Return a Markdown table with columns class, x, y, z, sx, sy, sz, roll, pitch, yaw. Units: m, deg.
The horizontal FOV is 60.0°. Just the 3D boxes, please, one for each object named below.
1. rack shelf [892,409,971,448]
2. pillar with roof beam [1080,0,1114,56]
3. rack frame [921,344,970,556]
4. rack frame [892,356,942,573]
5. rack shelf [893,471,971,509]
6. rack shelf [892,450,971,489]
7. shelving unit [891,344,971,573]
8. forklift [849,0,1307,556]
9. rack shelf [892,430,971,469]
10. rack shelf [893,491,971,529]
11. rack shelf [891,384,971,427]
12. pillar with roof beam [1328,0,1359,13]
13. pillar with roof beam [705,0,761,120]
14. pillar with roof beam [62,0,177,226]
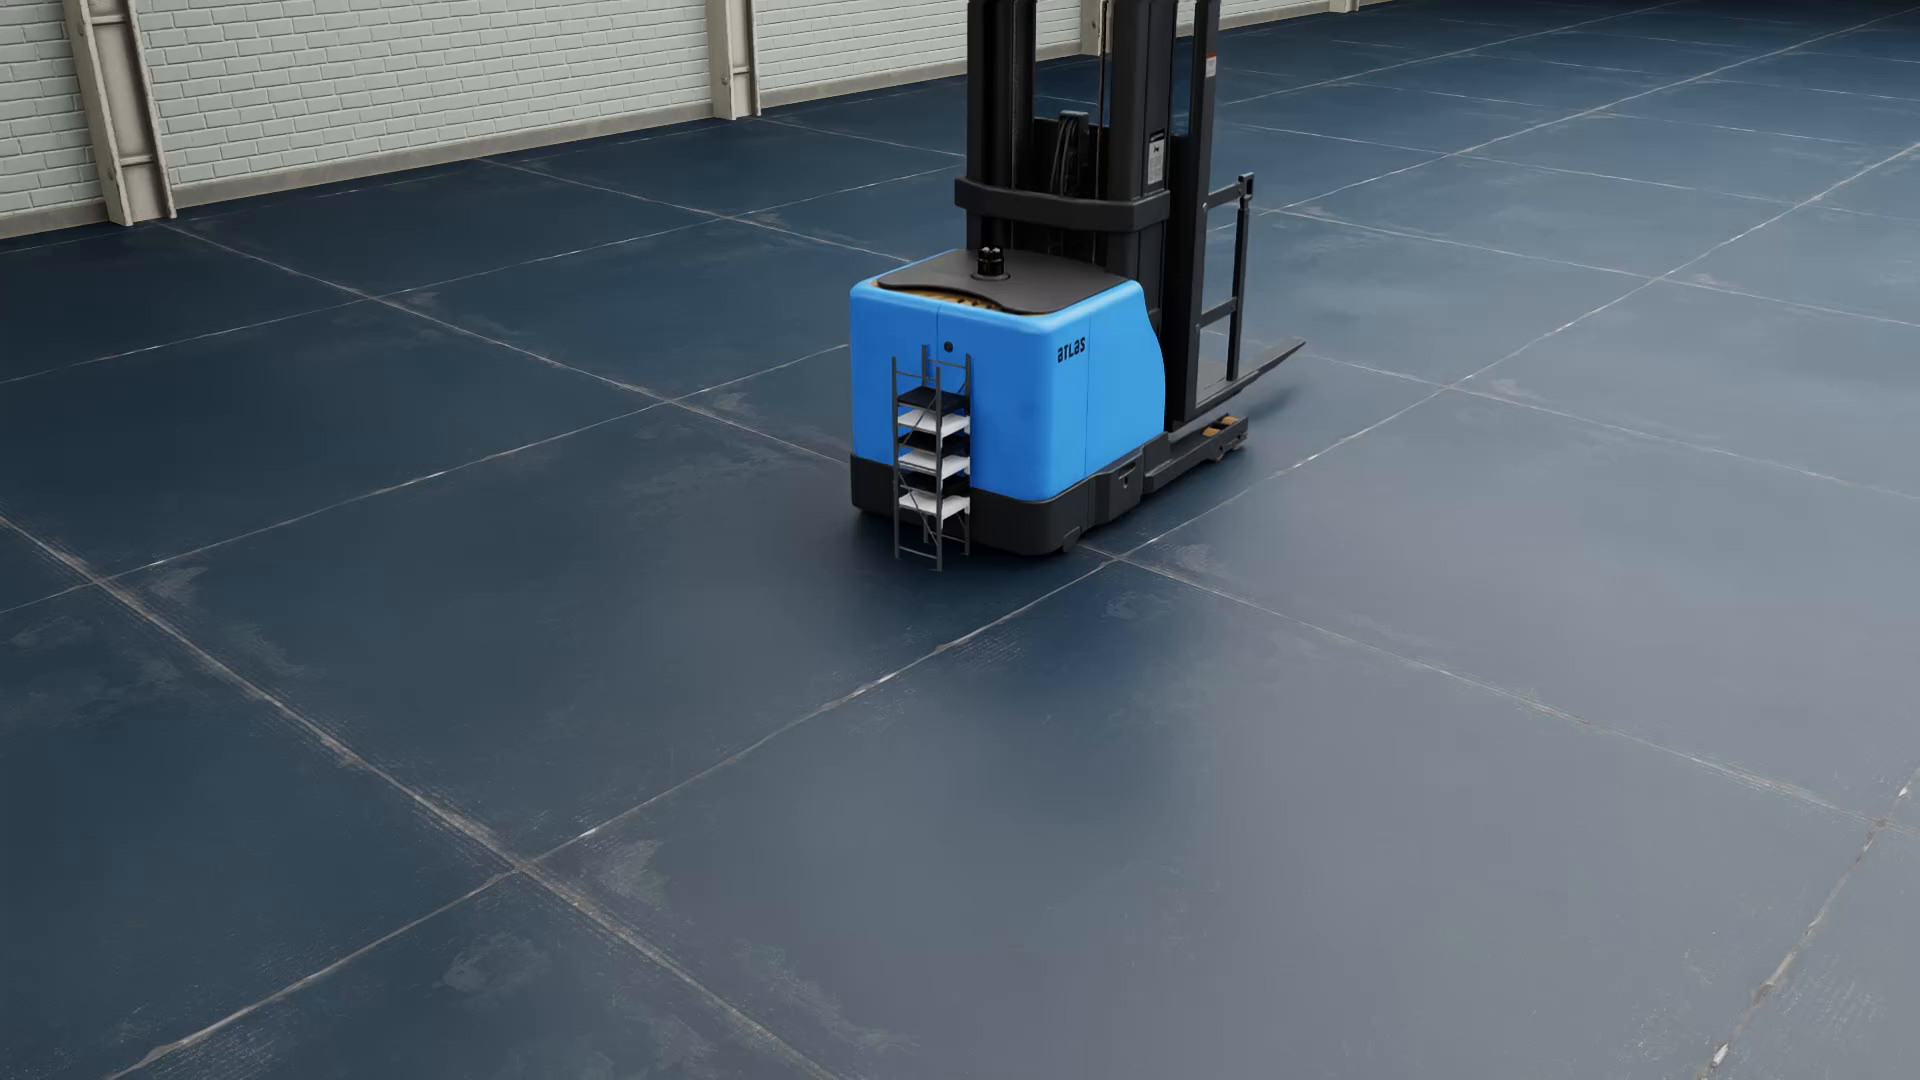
| class | x | y | z | sx | sy | sz | roll | pitch | yaw |
| --- | --- | --- | --- | --- | --- | --- | --- | --- | --- |
| rack shelf | -0.117 | -0.469 | 6.838 | 0.258 | 0.077 | 0.200 | 16 | 29 | 32 |
| pillar with roof beam | 4.951 | -9.052 | 16.439 | 9.100 | 9.000 | 0.400 | 20 | 31 | 38 |
| rack frame | -0.059 | -0.369 | 6.974 | 0.240 | 0.900 | 0.006 | 16 | 29 | 32 |
| rack frame | -0.176 | -0.301 | 6.822 | 0.240 | 0.900 | 0.006 | 16 | 29 | 32 |
| rack shelf | -0.117 | -0.223 | 6.948 | 0.258 | 0.077 | 0.200 | 16 | 29 | 32 |
| rack shelf | -0.117 | -0.305 | 6.912 | 0.258 | 0.077 | 0.200 | 16 | 29 | 32 |
| shelving unit | -0.117 | -0.335 | 6.898 | 0.258 | 0.900 | 0.210 | 16 | 29 | 32 |
| forklift | 0.772 | -1.818 | 7.723 | 1.130 | 2.935 | 3.031 | 16 | 29 | 32 |
| rack shelf | -0.117 | -0.387 | 6.875 | 0.258 | 0.077 | 0.200 | 16 | 29 | 32 |
| rack shelf | -0.117 | -0.141 | 6.985 | 0.258 | 0.077 | 0.200 | 16 | 29 | 32 |
| rack shelf | -0.117 | -0.551 | 6.801 | 0.258 | 0.077 | 0.200 | 16 | 29 | 32 |
| pillar with roof beam | 8.955 | -10.880 | 20.517 | 9.100 | 9.000 | 0.400 | 20 | 31 | 38 |
| pillar with roof beam | 0.946 | -7.224 | 12.362 | 9.100 | 9.000 | 0.400 | 20 | 31 | 38 |
| pillar with roof beam | -3.058 | -5.396 | 8.285 | 9.100 | 9.000 | 0.400 | 20 | 31 | 38 |
